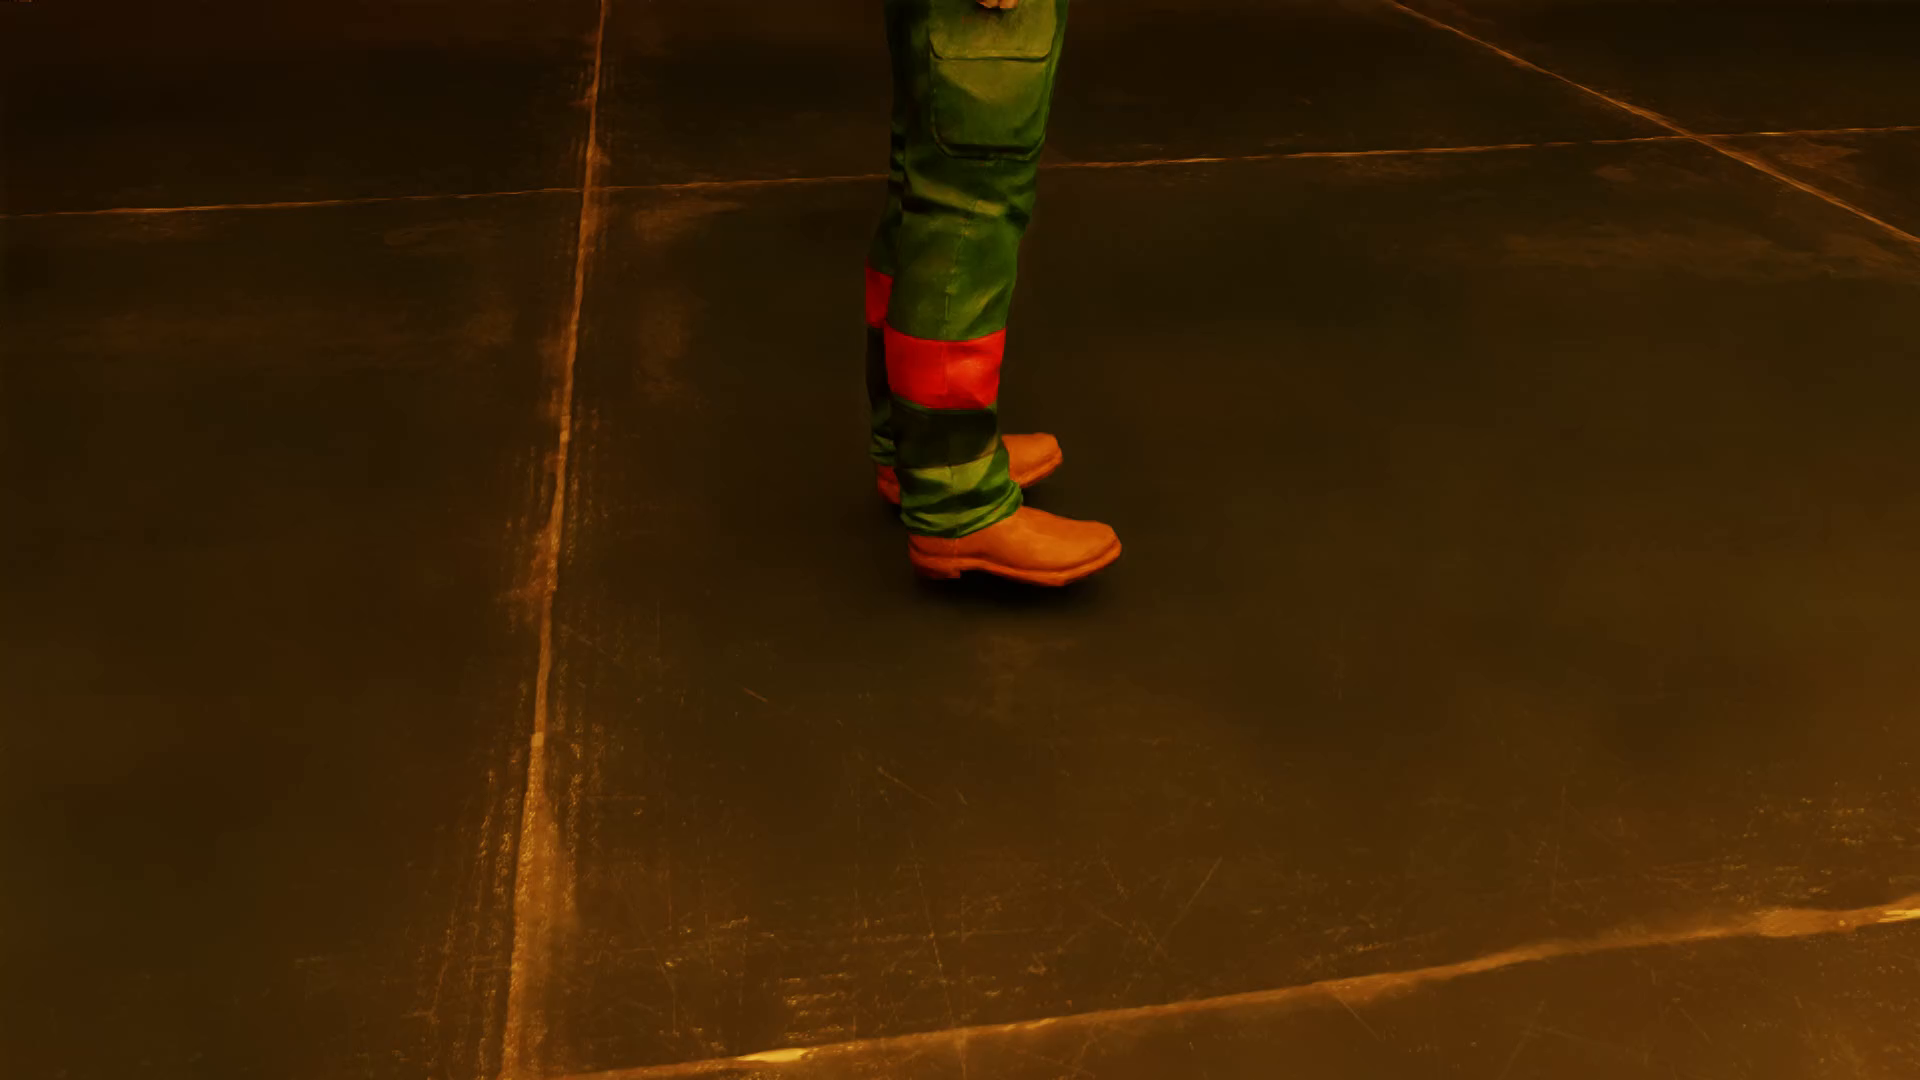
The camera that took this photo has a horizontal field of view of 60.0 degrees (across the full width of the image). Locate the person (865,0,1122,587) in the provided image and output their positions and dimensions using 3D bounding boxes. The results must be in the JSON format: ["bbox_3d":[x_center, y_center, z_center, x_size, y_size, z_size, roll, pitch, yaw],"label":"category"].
[{"bbox_3d":[0.021,-0.829,2.066,0.349,1.795,0.540,-5,28,-9],"label":"person"}]
